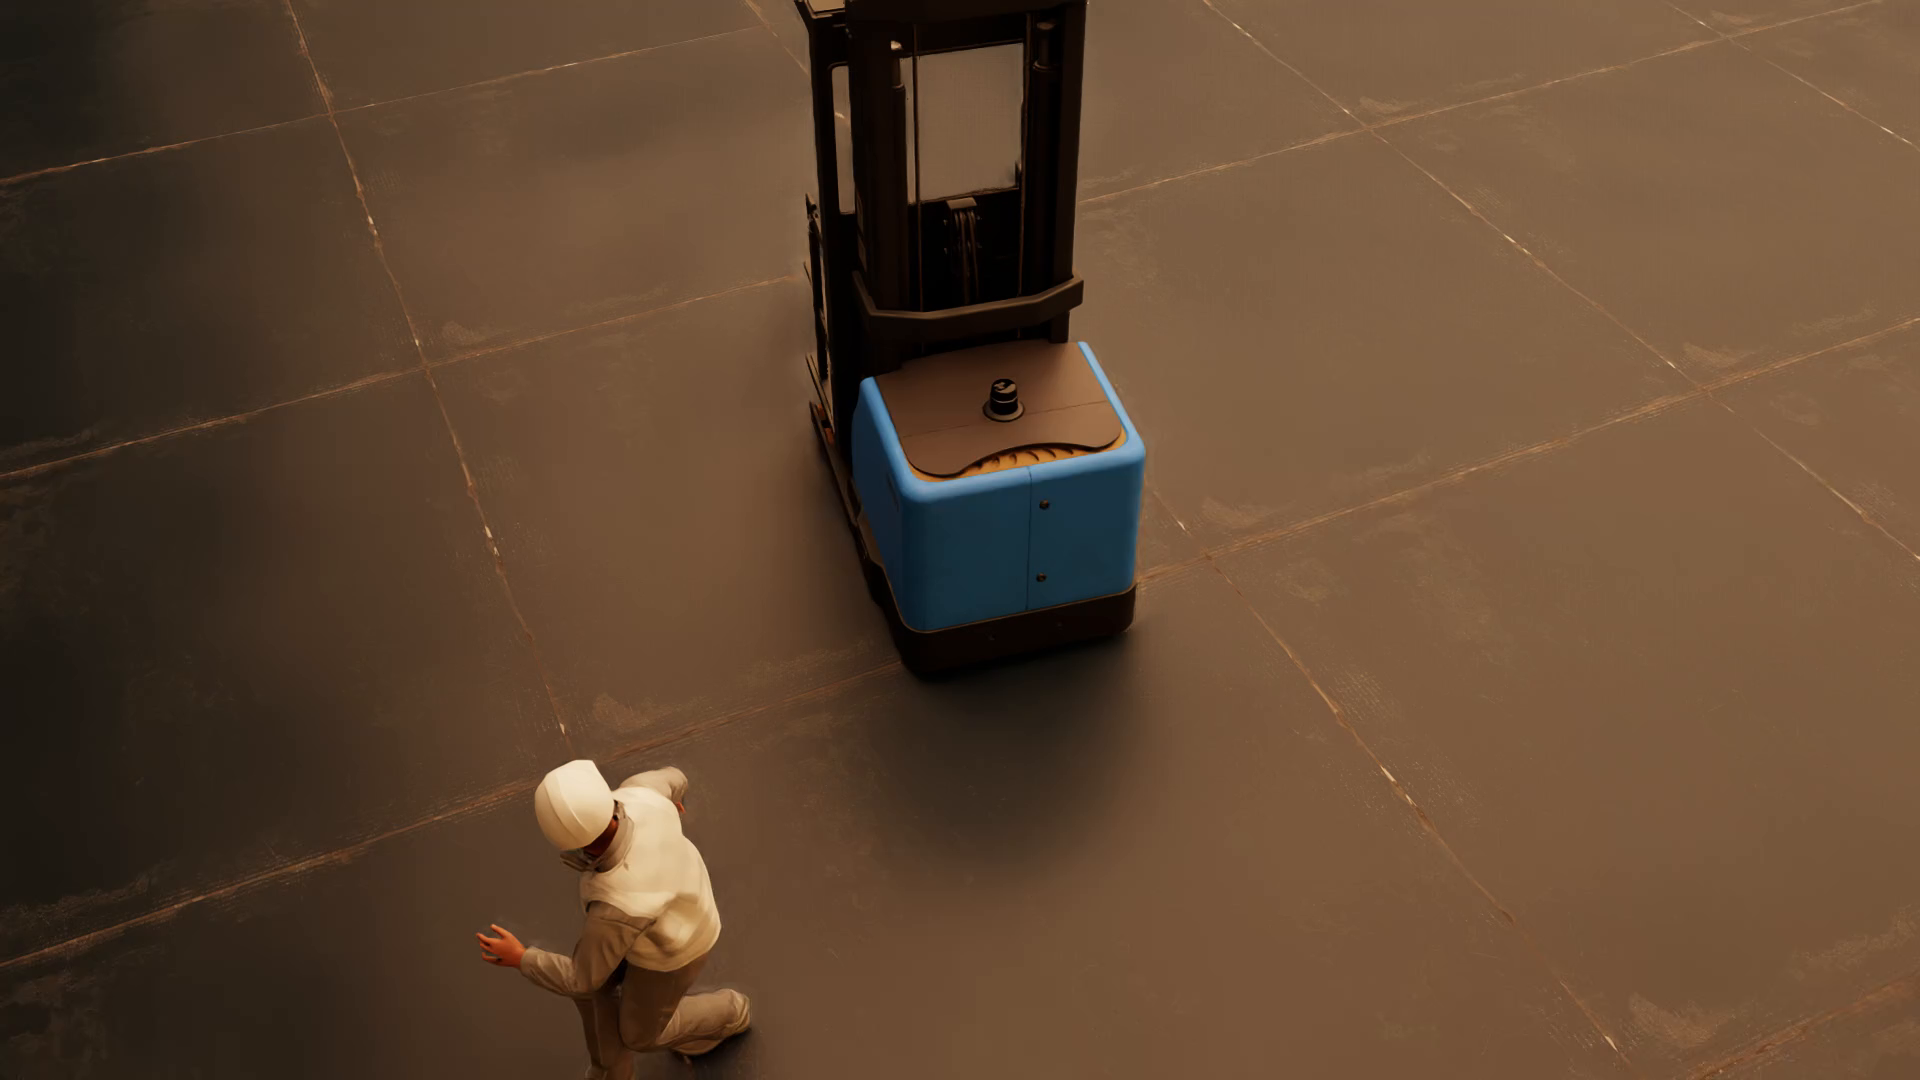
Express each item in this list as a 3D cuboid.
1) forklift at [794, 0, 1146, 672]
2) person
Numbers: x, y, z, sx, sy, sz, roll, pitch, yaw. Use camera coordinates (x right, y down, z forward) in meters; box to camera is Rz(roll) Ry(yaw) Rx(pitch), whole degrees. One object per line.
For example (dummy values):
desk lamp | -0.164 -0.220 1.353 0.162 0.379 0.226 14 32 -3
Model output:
forklift | -0.121 -1.529 7.319 1.130 2.935 3.031 -11 44 -11
person | -1.135 1.200 5.362 0.797 1.648 0.788 -12 44 -12
